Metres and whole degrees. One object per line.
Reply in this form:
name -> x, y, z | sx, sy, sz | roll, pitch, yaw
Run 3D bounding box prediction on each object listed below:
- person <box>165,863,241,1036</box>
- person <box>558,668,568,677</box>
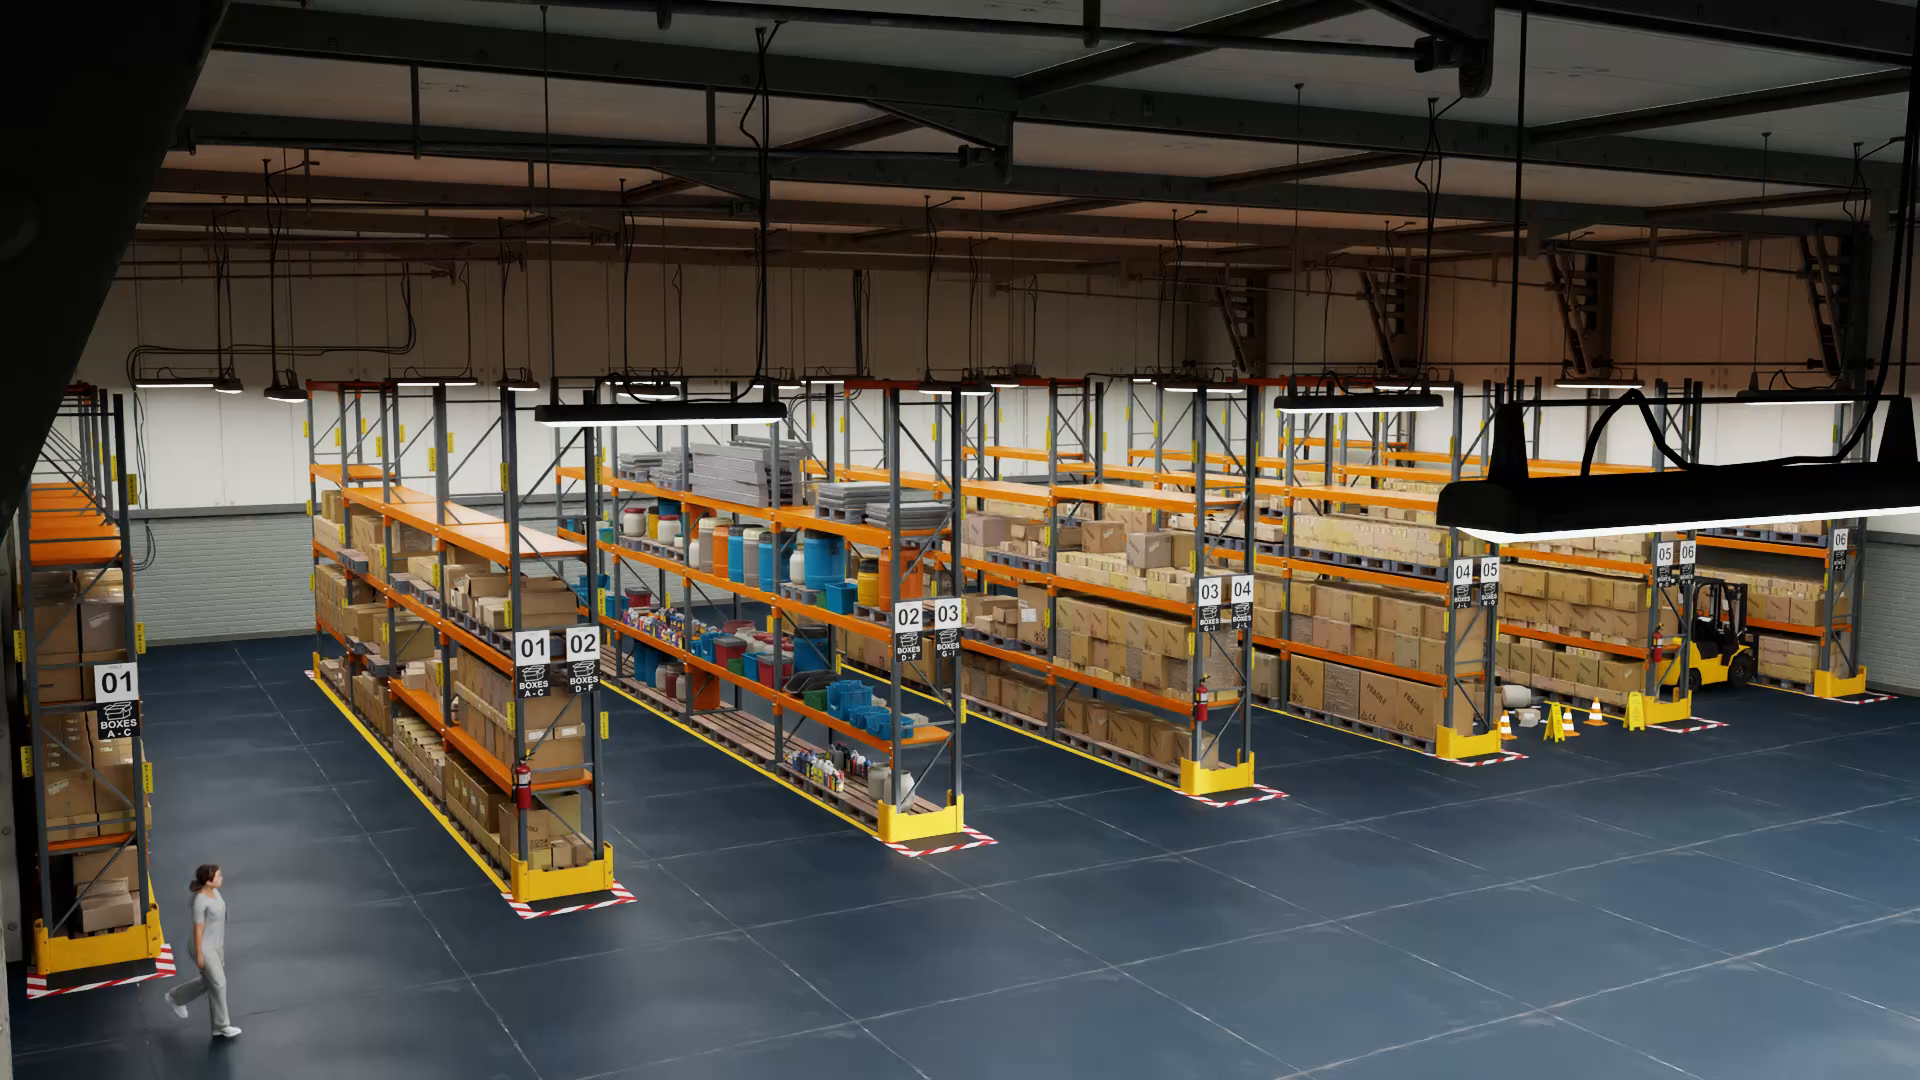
person -> -7.176, 3.842, 15.697 | 0.853, 1.638, 0.443 | 1, 6, 9
person -> -8.223, 2.001, 33.244 | 0.807, 1.630, 0.516 | 5, 8, 37
